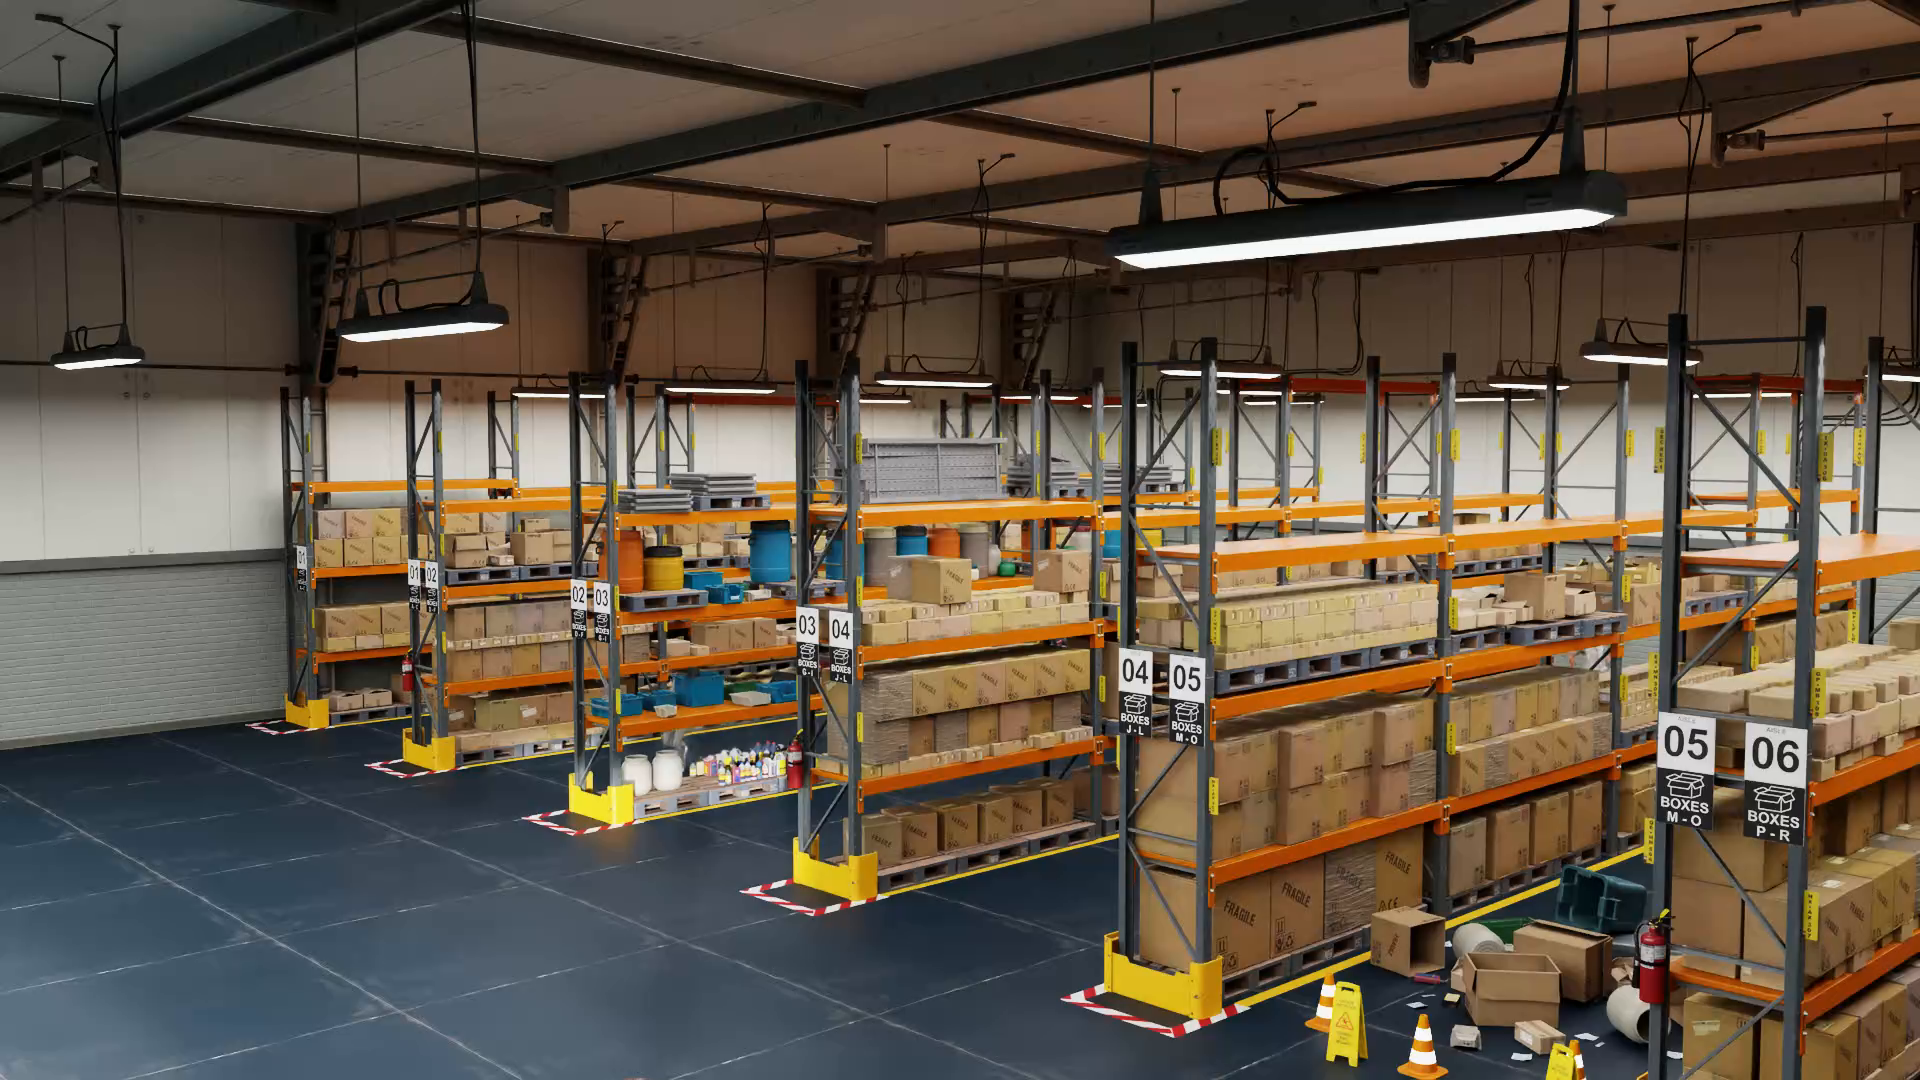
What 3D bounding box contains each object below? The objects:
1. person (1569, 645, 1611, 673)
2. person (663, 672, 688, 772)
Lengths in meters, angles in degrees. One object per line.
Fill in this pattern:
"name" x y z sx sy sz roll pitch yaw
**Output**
"person" 11.316 2.407 29.556 0.715 1.788 0.765 -1 4 -17
"person" -4.296 2.778 25.299 0.536 1.555 0.544 2 4 31
